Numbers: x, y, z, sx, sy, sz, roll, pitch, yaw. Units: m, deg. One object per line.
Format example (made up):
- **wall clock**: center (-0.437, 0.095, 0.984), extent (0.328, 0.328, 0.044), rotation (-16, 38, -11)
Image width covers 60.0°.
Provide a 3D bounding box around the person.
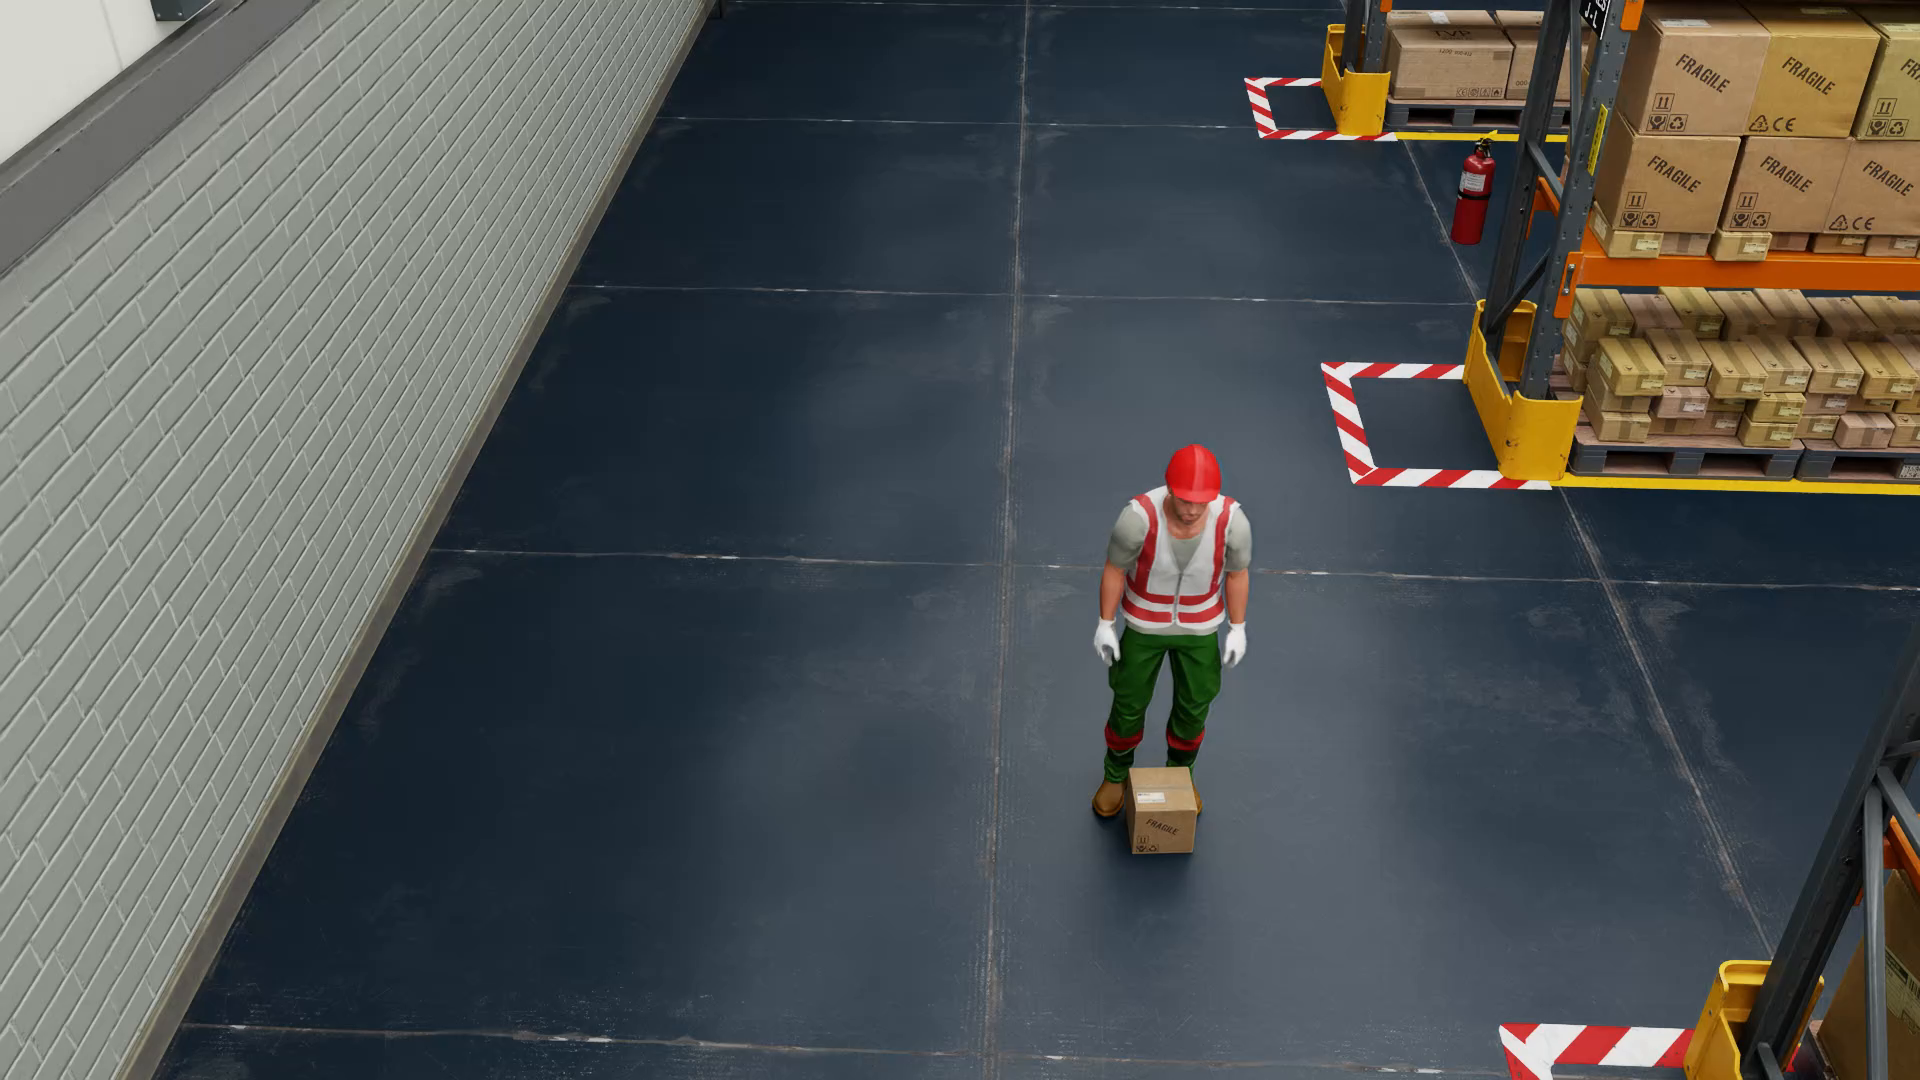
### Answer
- **person**: center (0.837, 0.362, 6.595), extent (0.609, 1.779, 0.454), rotation (1, 35, 2)
